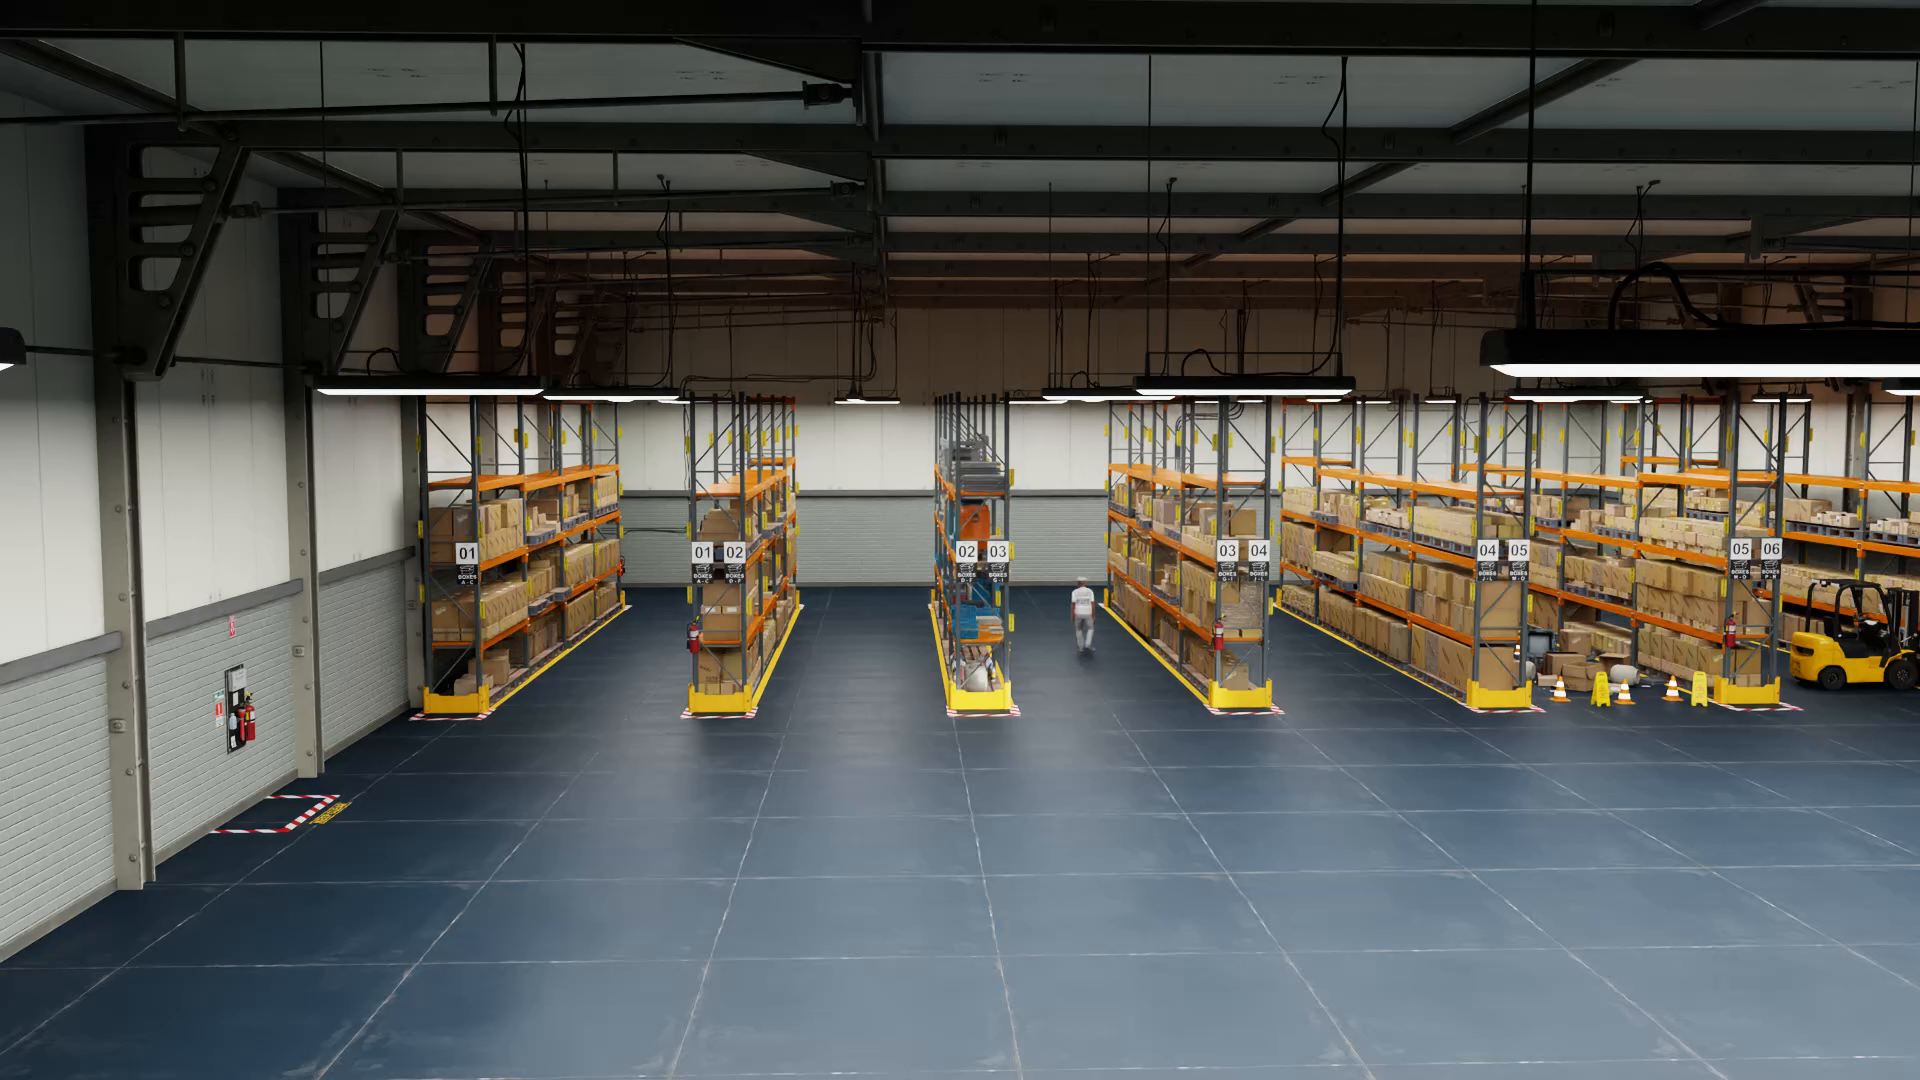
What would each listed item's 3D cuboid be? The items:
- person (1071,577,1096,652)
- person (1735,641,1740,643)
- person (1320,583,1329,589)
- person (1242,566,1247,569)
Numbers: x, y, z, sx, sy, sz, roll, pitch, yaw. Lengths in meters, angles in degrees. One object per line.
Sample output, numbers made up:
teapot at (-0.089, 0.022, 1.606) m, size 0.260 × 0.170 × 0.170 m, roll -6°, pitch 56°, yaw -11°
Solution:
person at (2.876, 1.744, 38.826) m, size 0.575 × 1.753 × 0.548 m, roll 0°, pitch 5°, yaw -1°
person at (16.656, 1.956, 35.986) m, size 0.573 × 1.787 × 0.553 m, roll 0°, pitch 5°, yaw -3°
person at (11.017, 0.843, 50.367) m, size 0.719 × 1.658 × 0.492 m, roll -4°, pitch 6°, yaw -40°
person at (8.820, 0.709, 52.175) m, size 0.589 × 1.651 × 0.499 m, roll 2°, pitch 5°, yaw 19°
